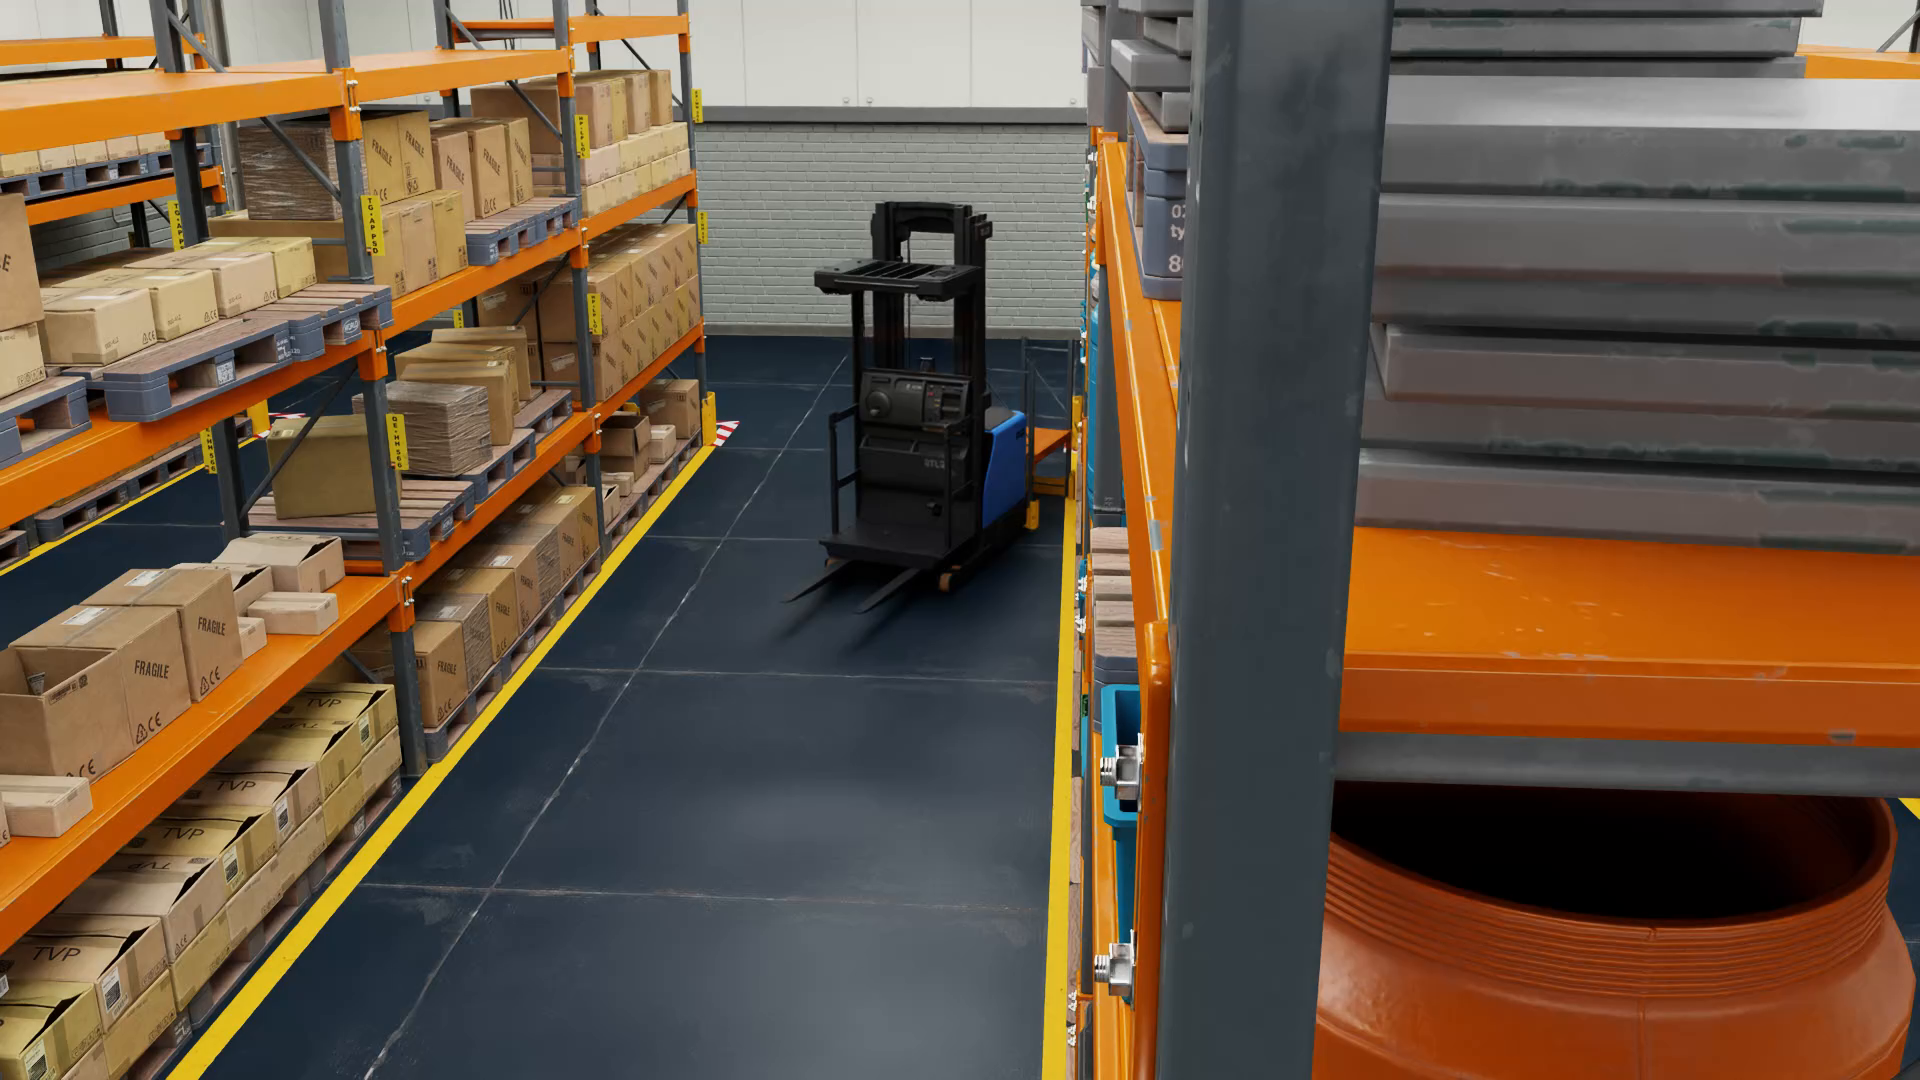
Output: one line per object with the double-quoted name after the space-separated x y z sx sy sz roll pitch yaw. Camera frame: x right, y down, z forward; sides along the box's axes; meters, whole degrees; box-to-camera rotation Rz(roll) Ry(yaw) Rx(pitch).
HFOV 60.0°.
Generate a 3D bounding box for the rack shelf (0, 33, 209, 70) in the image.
-8.258 -4.308 14.916 1.077 0.370 4.000 1 18 4 "rack shelf"

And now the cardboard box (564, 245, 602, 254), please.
-3.575 -2.416 15.212 0.500 0.500 0.500 1 18 3 "cardboard box"

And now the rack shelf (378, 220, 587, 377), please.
-3.604 -1.721 11.195 1.077 0.370 4.000 1 18 4 "rack shelf"

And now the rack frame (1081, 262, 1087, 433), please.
1.767 -2.389 16.896 1.000 3.000 0.127 1 18 4 "rack frame"

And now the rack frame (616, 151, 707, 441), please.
-3.174 -2.501 17.237 1.000 3.000 0.127 1 18 4 "rack frame"

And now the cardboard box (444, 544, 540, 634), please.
-3.324 0.347 11.854 0.500 0.500 0.500 1 18 2 "cardboard box"

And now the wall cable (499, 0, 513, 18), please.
-4.655 -8.074 21.487 3.097 2.526 0.112 1 18 4 "wall cable"

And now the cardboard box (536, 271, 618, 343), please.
-3.146 -1.921 13.702 0.500 0.500 0.500 2 18 5 "cardboard box"

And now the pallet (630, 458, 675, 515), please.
-3.325 -0.526 15.691 1.003 0.211 1.213 1 18 4 "pallet"

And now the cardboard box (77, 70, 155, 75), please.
-7.942 -4.179 15.744 0.500 0.500 0.500 2 18 6 "cardboard box"

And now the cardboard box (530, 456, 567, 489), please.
-3.703 -0.463 14.326 0.500 0.500 0.500 1 18 4 "cardboard box"

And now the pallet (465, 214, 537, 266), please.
-3.649 -2.071 11.412 1.213 0.211 1.003 1 18 4 "pallet"

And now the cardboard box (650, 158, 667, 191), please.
-3.017 -3.379 15.341 0.500 0.250 0.500 1 18 4 "cardboard box"

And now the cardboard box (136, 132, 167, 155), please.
-7.939 -3.816 15.841 0.500 0.250 0.500 1 18 2 "cardboard box"

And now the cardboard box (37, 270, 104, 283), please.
-8.246 -2.131 15.628 0.980 0.700 0.700 0 18 1 "cardboard box"

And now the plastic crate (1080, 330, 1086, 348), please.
1.305 -1.766 15.169 0.416 0.233 0.300 1 18 4 "plastic crate"

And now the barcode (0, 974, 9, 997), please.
-3.600 1.679 6.248 0.001 0.075 0.075 1 18 4 "barcode"

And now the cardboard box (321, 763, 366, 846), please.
-3.575 1.420 9.013 0.500 0.250 0.500 1 18 3 "cardboard box"

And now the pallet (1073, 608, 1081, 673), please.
1.298 0.797 11.651 1.003 0.211 1.213 1 18 4 "pallet"

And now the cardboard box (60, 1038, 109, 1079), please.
-3.758 2.214 6.591 0.500 0.250 0.500 1 18 3 "cardboard box"

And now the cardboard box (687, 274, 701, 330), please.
-2.934 -2.403 16.779 0.500 0.500 0.500 2 18 6 "cardboard box"

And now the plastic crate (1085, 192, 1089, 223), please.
1.209 -2.610 13.093 0.450 0.188 0.662 1 18 4 "plastic crate"

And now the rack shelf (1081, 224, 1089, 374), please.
1.336 -1.609 10.854 1.077 0.370 4.000 1 18 4 "rack shelf"

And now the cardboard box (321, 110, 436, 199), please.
-3.637 -2.416 10.396 0.500 0.500 0.500 1 18 4 "cardboard box"

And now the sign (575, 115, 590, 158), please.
-2.907 -3.105 12.803 0.100 0.325 0.005 1 18 4 "sign"

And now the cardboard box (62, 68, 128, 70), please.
-8.408 -4.346 16.254 0.500 0.500 0.500 1 18 2 "cardboard box"

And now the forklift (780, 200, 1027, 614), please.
-0.448 -1.123 13.142 1.130 2.935 3.031 7 20 21 "forklift"

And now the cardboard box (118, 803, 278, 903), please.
-3.647 1.467 7.971 0.500 0.311 0.500 2 18 5 "cardboard box"

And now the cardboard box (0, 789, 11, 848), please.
-4.042 1.144 6.356 0.500 0.250 0.500 2 18 7 "cardboard box"

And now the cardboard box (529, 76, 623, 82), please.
-3.373 -3.825 14.694 0.700 0.500 0.500 1 18 4 "cardboard box"

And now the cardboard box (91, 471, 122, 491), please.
-8.207 -0.765 15.282 0.700 0.500 0.500 1 18 3 "cardboard box"

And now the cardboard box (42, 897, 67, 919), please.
-4.222 1.618 7.509 0.500 0.311 0.500 1 18 4 "cardboard box"

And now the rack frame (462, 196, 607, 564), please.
-3.461 -1.258 13.446 1.000 3.000 0.127 1 18 4 "rack frame"

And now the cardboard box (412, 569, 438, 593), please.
-3.877 0.506 11.368 0.500 0.500 0.500 1 18 2 "cardboard box"

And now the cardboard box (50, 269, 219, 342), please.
-3.795 -1.087 7.672 0.500 0.250 0.500 1 18 3 "cardboard box"

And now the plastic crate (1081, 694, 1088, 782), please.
0.750 0.892 7.225 0.450 0.188 0.662 1 18 4 "plastic crate"

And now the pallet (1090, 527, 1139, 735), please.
0.952 0.229 4.394 1.213 0.211 1.003 1 18 4 "pallet"

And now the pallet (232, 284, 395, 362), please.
-3.707 -1.139 8.568 1.213 0.211 1.003 2 18 6 "pallet"

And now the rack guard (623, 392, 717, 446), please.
-3.179 -1.289 17.555 1.175 0.500 0.348 1 18 4 "rack guard"

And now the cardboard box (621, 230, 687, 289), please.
-2.967 -2.722 16.147 0.500 0.500 0.500 2 18 5 "cardboard box"

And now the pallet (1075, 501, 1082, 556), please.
1.494 -0.051 14.239 1.003 0.211 1.213 1 18 4 "pallet"

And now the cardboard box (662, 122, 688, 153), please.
-2.956 -3.927 16.212 0.500 0.250 0.500 1 18 4 "cardboard box"

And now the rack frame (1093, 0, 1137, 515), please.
0.906 -1.513 4.588 1.000 3.000 0.127 1 18 4 "rack frame"

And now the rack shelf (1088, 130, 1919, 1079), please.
0.763 -0.360 2.867 1.077 0.370 4.000 1 18 4 "rack shelf"

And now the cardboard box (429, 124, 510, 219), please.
-3.595 -2.615 11.775 0.600 0.600 0.600 1 18 3 "cardboard box"

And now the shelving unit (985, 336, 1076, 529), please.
0.612 -1.001 15.069 0.587 1.500 1.083 7 20 21 "shelving unit"

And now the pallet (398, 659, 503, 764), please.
-3.656 1.078 10.794 1.003 0.211 1.213 1 18 4 "pallet"

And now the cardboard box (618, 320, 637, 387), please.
-3.119 -1.617 14.380 0.500 0.500 0.500 2 18 5 "cardboard box"

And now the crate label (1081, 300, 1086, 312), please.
1.421 -2.269 16.702 0.416 0.233 0.303 1 18 4 "crate label"

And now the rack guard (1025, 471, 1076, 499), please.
0.803 -0.550 15.700 0.587 0.250 0.087 7 20 21 "rack guard"

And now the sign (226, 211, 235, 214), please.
-7.575 -3.256 17.304 0.100 0.325 0.005 1 18 4 "sign"

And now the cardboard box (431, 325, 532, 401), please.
-3.718 -1.363 12.931 0.700 0.500 0.500 -5 19 -15 "cardboard box"

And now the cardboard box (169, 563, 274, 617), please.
-4.005 0.300 8.834 0.500 0.311 0.500 1 18 3 "cardboard box"

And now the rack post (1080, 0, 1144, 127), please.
0.962 -2.221 6.429 1.013 1.000 3.121 1 18 4 "rack post"

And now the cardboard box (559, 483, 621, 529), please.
-3.215 -0.315 14.179 0.500 0.311 0.500 1 18 4 "cardboard box"

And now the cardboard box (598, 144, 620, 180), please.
-3.144 -3.151 13.842 0.500 0.250 0.500 1 18 4 "cardboard box"

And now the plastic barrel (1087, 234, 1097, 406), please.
0.820 -0.895 6.714 0.600 0.901 0.708 1 18 4 "plastic barrel"
